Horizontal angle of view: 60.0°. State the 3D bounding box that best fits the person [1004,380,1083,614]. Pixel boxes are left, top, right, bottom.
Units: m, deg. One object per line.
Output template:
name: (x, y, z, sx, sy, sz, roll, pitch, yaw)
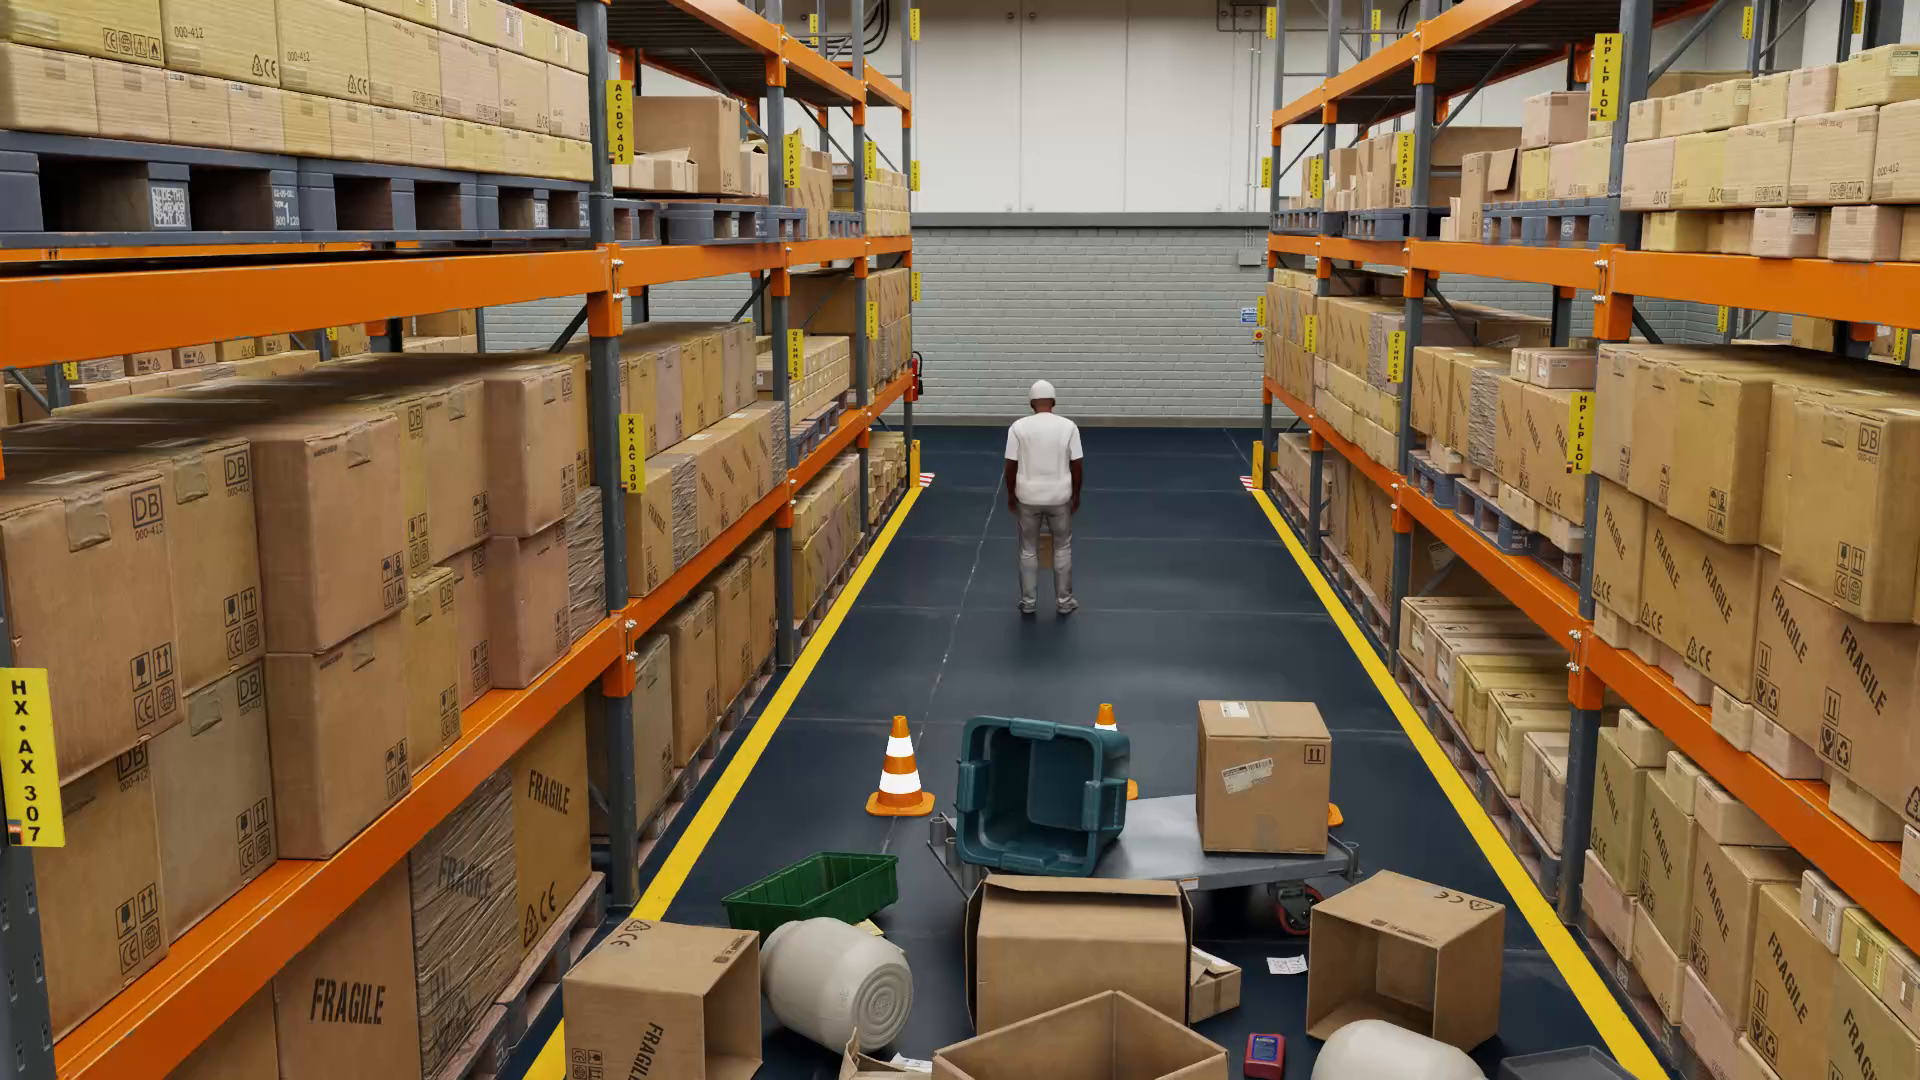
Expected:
person: (0.633, -0.325, 12.593, 0.594, 1.764, 0.431, 0, 11, 2)
